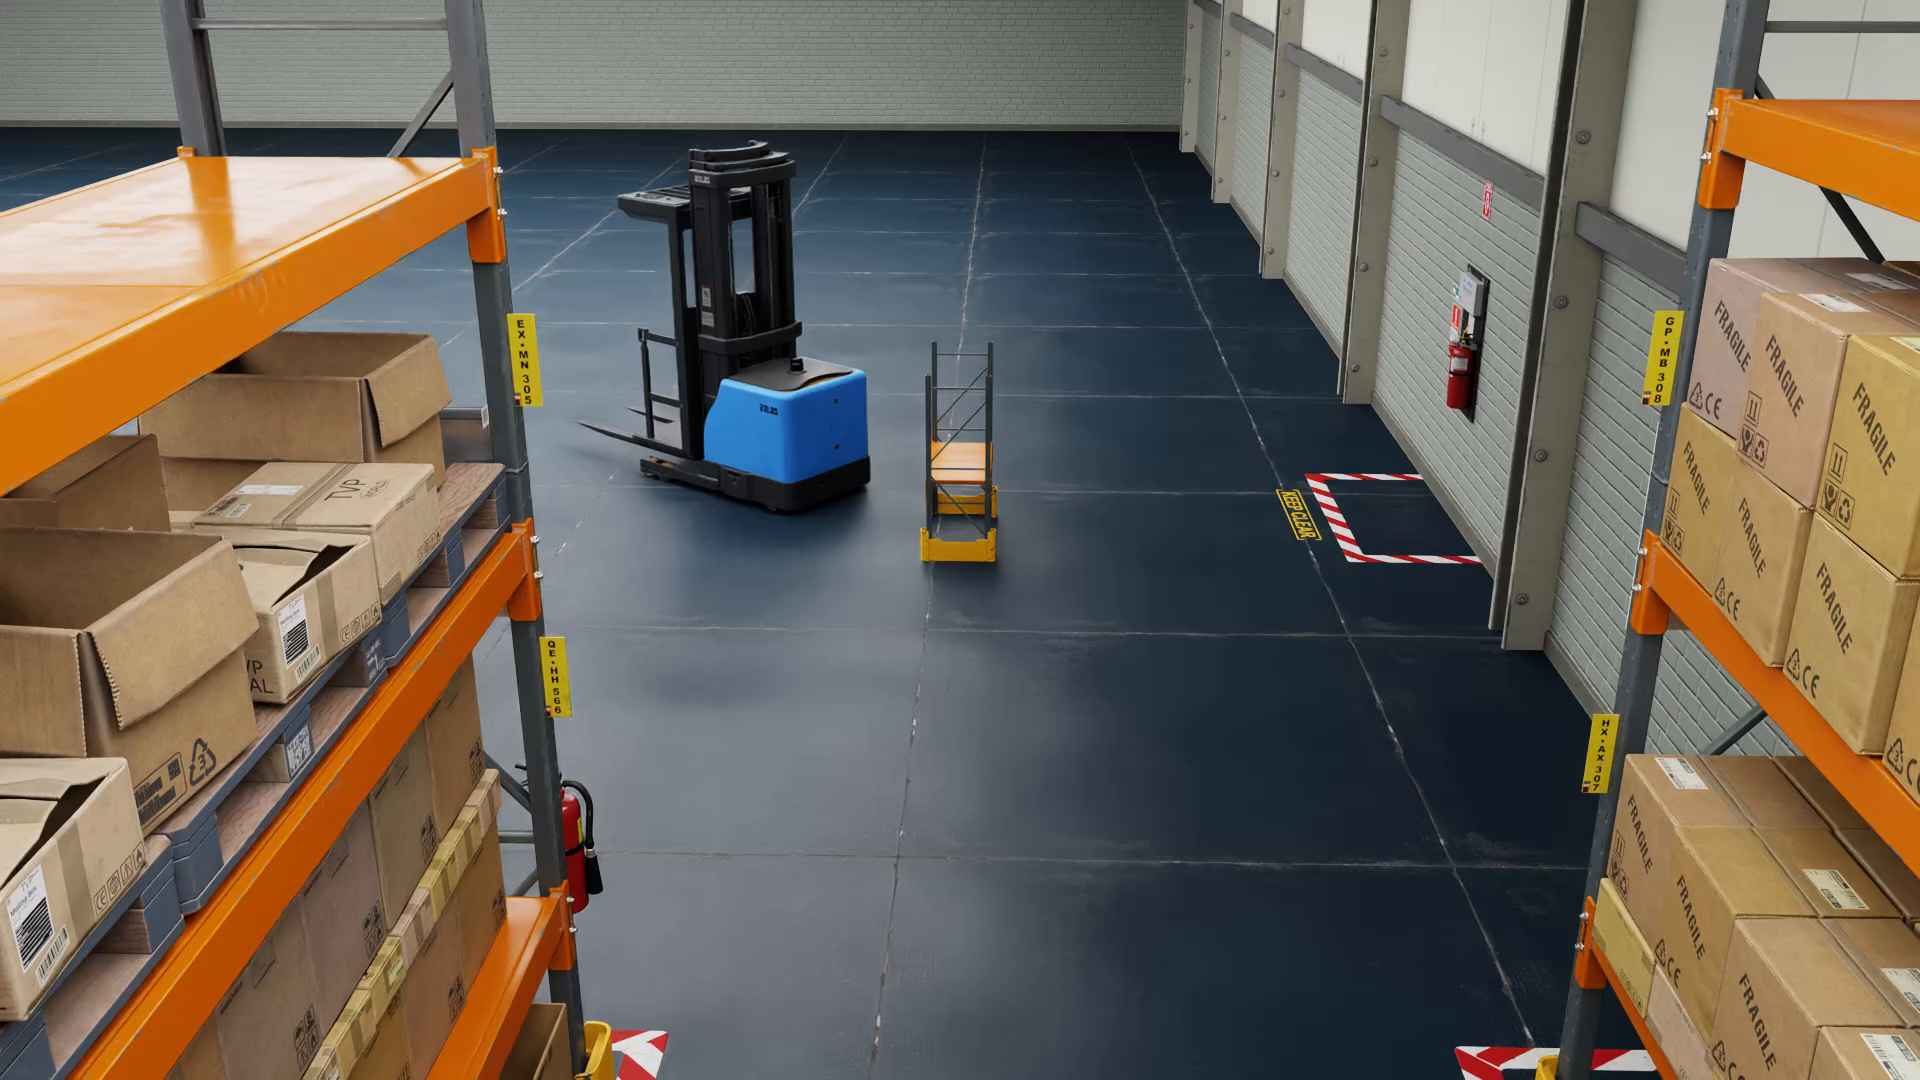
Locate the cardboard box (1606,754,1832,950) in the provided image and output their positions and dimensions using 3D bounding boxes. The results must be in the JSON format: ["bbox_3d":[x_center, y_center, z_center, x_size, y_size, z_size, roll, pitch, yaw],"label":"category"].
[{"bbox_3d":[2.598,1.081,5.740,0.500,0.500,0.500,1,21,2],"label":"cardboard box"}]

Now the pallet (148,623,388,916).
[{"bbox_3d":[-2.120,0.488,4.101,1.003,0.211,1.213,1,21,2],"label":"pallet"}]

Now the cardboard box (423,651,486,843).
[{"bbox_3d":[-2.067,0.684,5.689,0.700,0.500,0.500,1,21,2],"label":"cardboard box"}]

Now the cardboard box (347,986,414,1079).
[{"bbox_3d":[-2.097,1.639,5.021,0.700,0.500,0.500,1,21,2],"label":"cardboard box"}]

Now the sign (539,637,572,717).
[{"bbox_3d":[-1.496,0.508,6.145,0.100,0.325,0.005,1,21,2],"label":"sign"}]

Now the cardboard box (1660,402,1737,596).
[{"bbox_3d":[2.653,-0.136,5.420,0.500,0.500,0.500,1,21,3],"label":"cardboard box"}]

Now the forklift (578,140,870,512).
[{"bbox_3d":[-2.251,-2.026,14.699,3.031,2.935,1.130,17,27,36],"label":"forklift"}]

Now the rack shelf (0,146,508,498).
[{"bbox_3d":[-2.099,-0.405,3.679,1.077,0.370,4.000,1,21,2],"label":"rack shelf"}]

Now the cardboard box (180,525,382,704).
[{"bbox_3d":[-1.827,0.150,4.199,0.500,0.311,0.500,3,21,8],"label":"cardboard box"}]

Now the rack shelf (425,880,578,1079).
[{"bbox_3d":[-2.099,2.206,4.692,1.077,0.370,4.000,1,21,2],"label":"rack shelf"}]

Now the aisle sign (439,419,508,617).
[{"bbox_3d":[-1.743,-0.085,6.008,0.394,0.787,0.004,1,21,2],"label":"aisle sign"}]

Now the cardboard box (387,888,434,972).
[{"bbox_3d":[-1.884,1.217,5.212,0.380,0.149,0.250,1,21,2],"label":"cardboard box"}]

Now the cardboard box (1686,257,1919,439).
[{"bbox_3d":[2.659,-0.583,5.191,0.500,0.500,0.500,-1,21,-2],"label":"cardboard box"}]

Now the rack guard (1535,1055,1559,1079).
[{"bbox_3d":[2.911,2.393,6.670,1.175,0.500,0.348,1,21,2],"label":"rack guard"}]

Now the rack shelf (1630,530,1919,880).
[{"bbox_3d":[2.852,0.860,4.012,1.077,0.370,4.000,1,21,2],"label":"rack shelf"}]

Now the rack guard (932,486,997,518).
[{"bbox_3d":[0.017,-0.324,14.019,0.587,0.250,0.087,1,21,2],"label":"rack guard"}]

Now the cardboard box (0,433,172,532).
[{"bbox_3d":[-2.362,0.039,4.224,0.500,0.500,0.500,1,21,2],"label":"cardboard box"}]

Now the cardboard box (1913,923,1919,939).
[{"bbox_3d":[3.075,1.453,4.780,0.500,0.500,0.500,0,21,0],"label":"cardboard box"}]

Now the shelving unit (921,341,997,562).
[{"bbox_3d":[0.002,-0.727,13.329,0.587,1.500,1.083,1,21,2],"label":"shelving unit"}]

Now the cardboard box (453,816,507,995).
[{"bbox_3d":[-2.065,1.269,5.973,0.700,0.500,0.500,1,21,2],"label":"cardboard box"}]

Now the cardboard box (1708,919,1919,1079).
[{"bbox_3d":[2.551,1.446,4.798,0.500,0.500,0.500,0,21,0],"label":"cardboard box"}]

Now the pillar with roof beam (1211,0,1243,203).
[{"bbox_3d":[0.183,-10.059,27.013,9.100,9.000,0.400,1,21,2],"label":"pillar with roof beam"}]

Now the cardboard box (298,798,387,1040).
[{"bbox_3d":[-2.092,1.056,4.729,0.700,0.500,0.500,1,21,2],"label":"cardboard box"}]

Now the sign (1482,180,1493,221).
[{"bbox_3d":[4.152,-2.682,13.090,0.001,0.298,0.199,1,21,2],"label":"sign"}]

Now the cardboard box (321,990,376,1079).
[{"bbox_3d":[-1.897,1.407,4.722,0.380,0.149,0.250,1,21,3],"label":"cardboard box"}]

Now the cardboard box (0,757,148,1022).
[{"bbox_3d":[-1.865,0.601,3.035,0.500,0.311,0.500,-1,21,-1],"label":"cardboard box"}]

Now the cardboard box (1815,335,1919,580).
[{"bbox_3d":[2.588,-0.217,4.247,0.500,0.500,0.500,1,21,3],"label":"cardboard box"}]

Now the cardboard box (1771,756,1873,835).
[{"bbox_3d":[3.111,1.084,5.731,0.500,0.500,0.500,0,21,1],"label":"cardboard box"}]

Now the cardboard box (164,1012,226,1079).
[{"bbox_3d":[-2.123,1.418,3.797,0.700,0.500,0.500,1,21,2],"label":"cardboard box"}]

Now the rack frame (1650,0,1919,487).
[{"bbox_3d":[2.913,-1.596,5.203,1.000,3.000,0.127,1,21,2],"label":"rack frame"}]

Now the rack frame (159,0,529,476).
[{"bbox_3d":[-2.038,-1.650,5.340,1.000,3.000,0.127,1,21,2],"label":"rack frame"}]

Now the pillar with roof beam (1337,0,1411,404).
[{"bbox_3d":[-0.182,-5.720,15.831,9.100,9.000,0.400,1,21,2],"label":"pillar with roof beam"}]

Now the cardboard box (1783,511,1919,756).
[{"bbox_3d":[2.589,0.246,4.436,0.500,0.500,0.500,2,21,4],"label":"cardboard box"}]

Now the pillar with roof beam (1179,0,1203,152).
[{"bbox_3d":[0.366,-12.228,32.604,9.100,9.000,0.400,1,21,2],"label":"pillar with roof beam"}]

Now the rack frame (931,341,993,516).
[{"bbox_3d":[0.018,-0.914,13.811,0.500,1.500,0.032,1,21,2],"label":"rack frame"}]

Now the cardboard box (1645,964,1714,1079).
[{"bbox_3d":[2.579,1.622,5.382,0.500,0.250,0.500,0,21,0],"label":"cardboard box"}]

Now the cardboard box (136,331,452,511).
[{"bbox_3d":[-2.060,-0.353,5.228,0.797,0.503,0.637,2,21,5],"label":"cardboard box"}]

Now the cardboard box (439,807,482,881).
[{"bbox_3d":[-1.866,1.033,5.685,0.380,0.149,0.250,1,21,3],"label":"cardboard box"}]

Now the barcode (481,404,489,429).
[{"bbox_3d":[-1.565,-0.407,5.483,0.001,0.075,0.075,1,21,2],"label":"barcode"}]

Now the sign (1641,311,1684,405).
[{"bbox_3d":[2.371,-0.611,5.603,0.100,0.325,0.005,1,21,2],"label":"sign"}]

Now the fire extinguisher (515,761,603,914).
[{"bbox_3d":[-1.570,1.146,6.536,0.296,0.674,0.183,1,21,2],"label":"fire extinguisher"}]
